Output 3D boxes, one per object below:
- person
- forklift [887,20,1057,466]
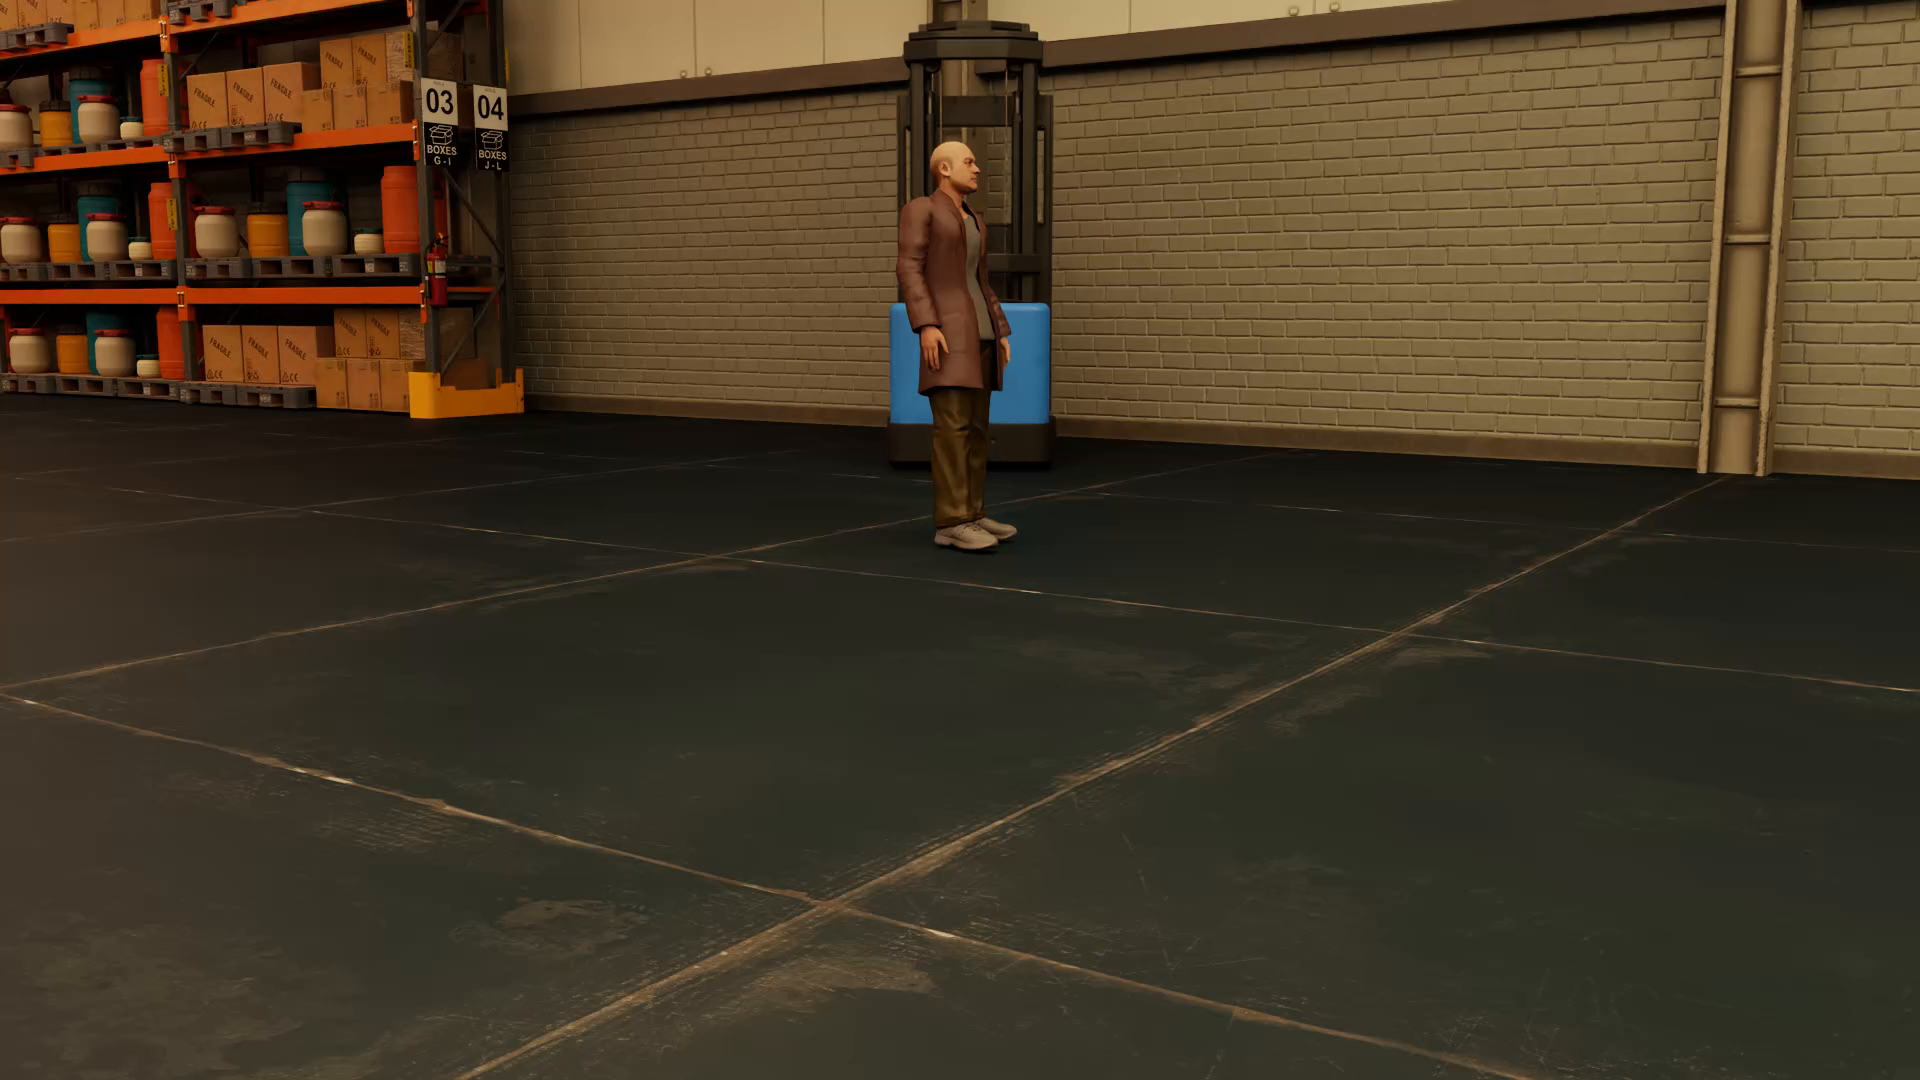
[{"bbox_3d":[0.074,-0.880,7.423,0.579,1.778,0.698,5,10,34],"label":"person"},{"bbox_3d":[0.114,-2.092,11.904,1.130,2.935,3.031,0,8,2],"label":"forklift"}]
